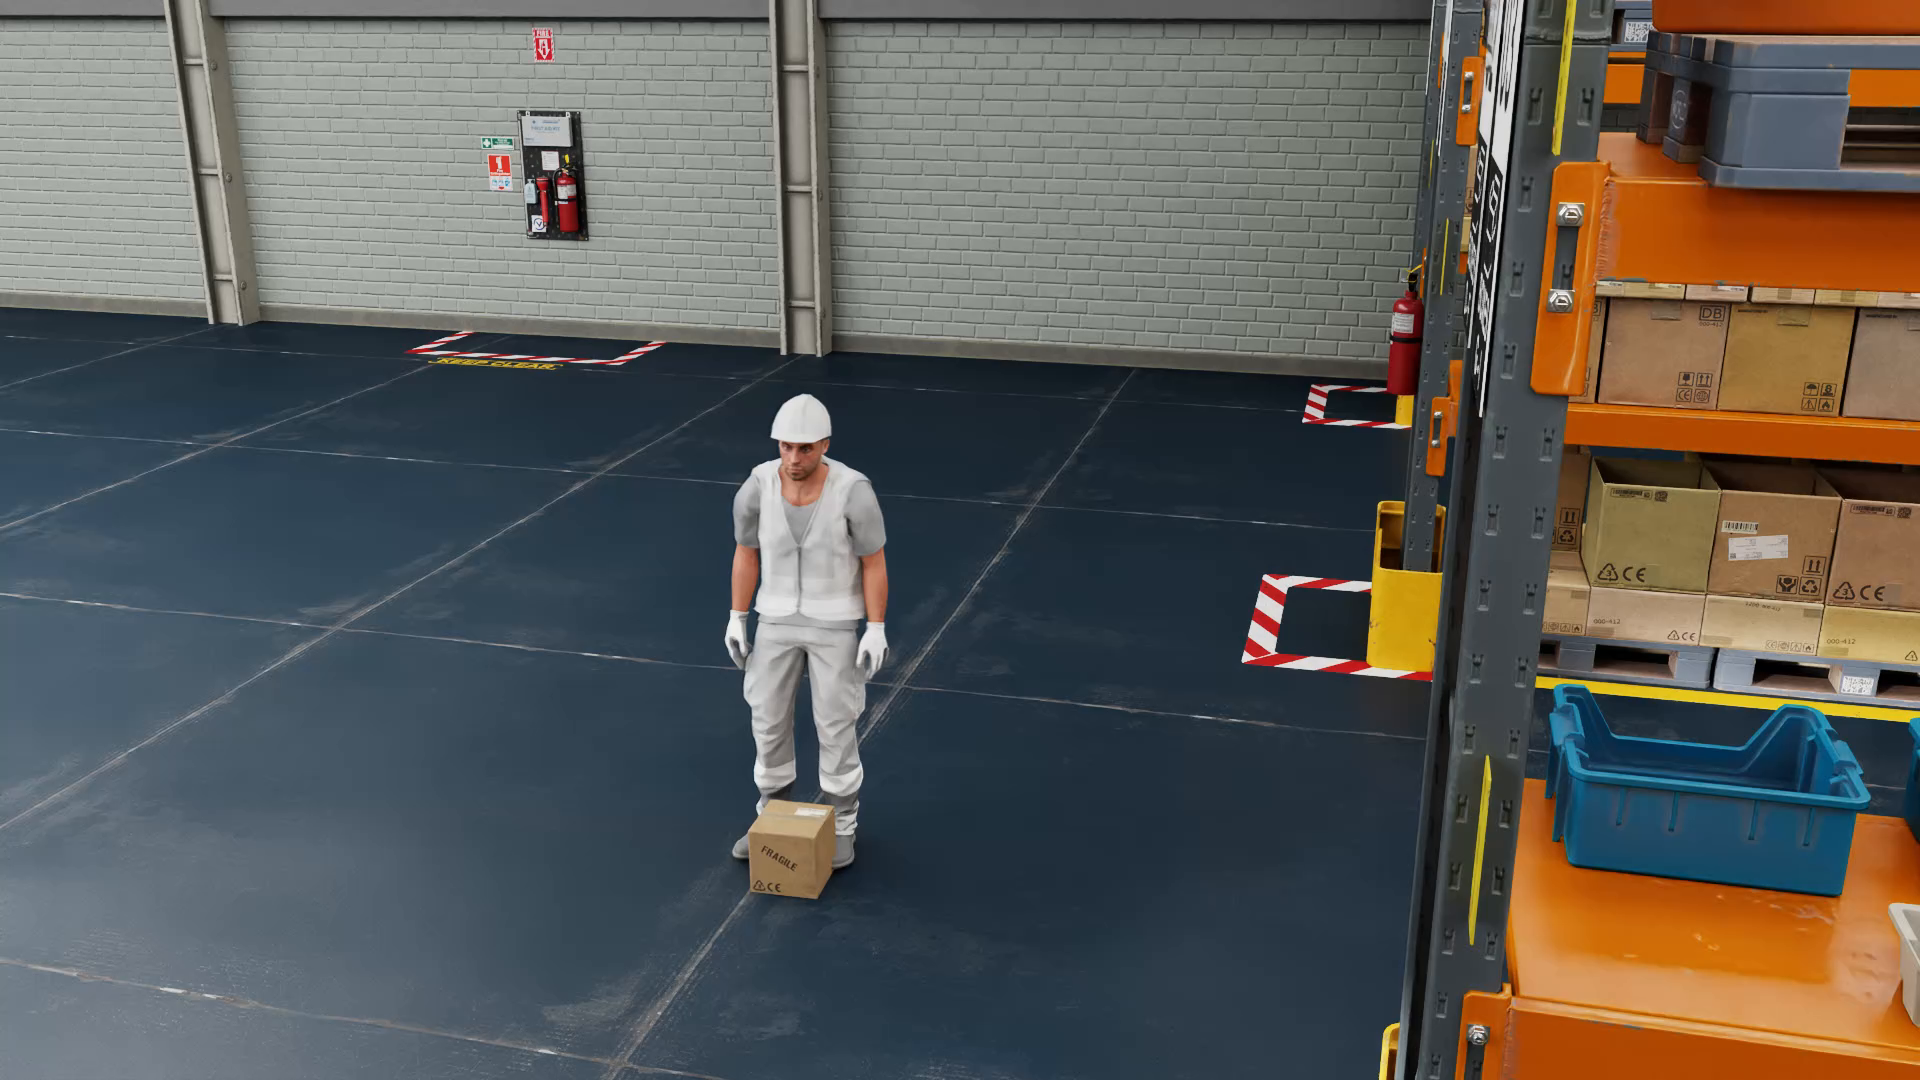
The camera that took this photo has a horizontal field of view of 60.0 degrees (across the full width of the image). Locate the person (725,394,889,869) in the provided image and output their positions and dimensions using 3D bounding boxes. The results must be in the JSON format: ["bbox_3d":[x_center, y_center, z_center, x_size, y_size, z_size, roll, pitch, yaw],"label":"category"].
[{"bbox_3d":[-0.558,0.330,6.025,0.609,1.777,0.453,4,18,11],"label":"person"}]
